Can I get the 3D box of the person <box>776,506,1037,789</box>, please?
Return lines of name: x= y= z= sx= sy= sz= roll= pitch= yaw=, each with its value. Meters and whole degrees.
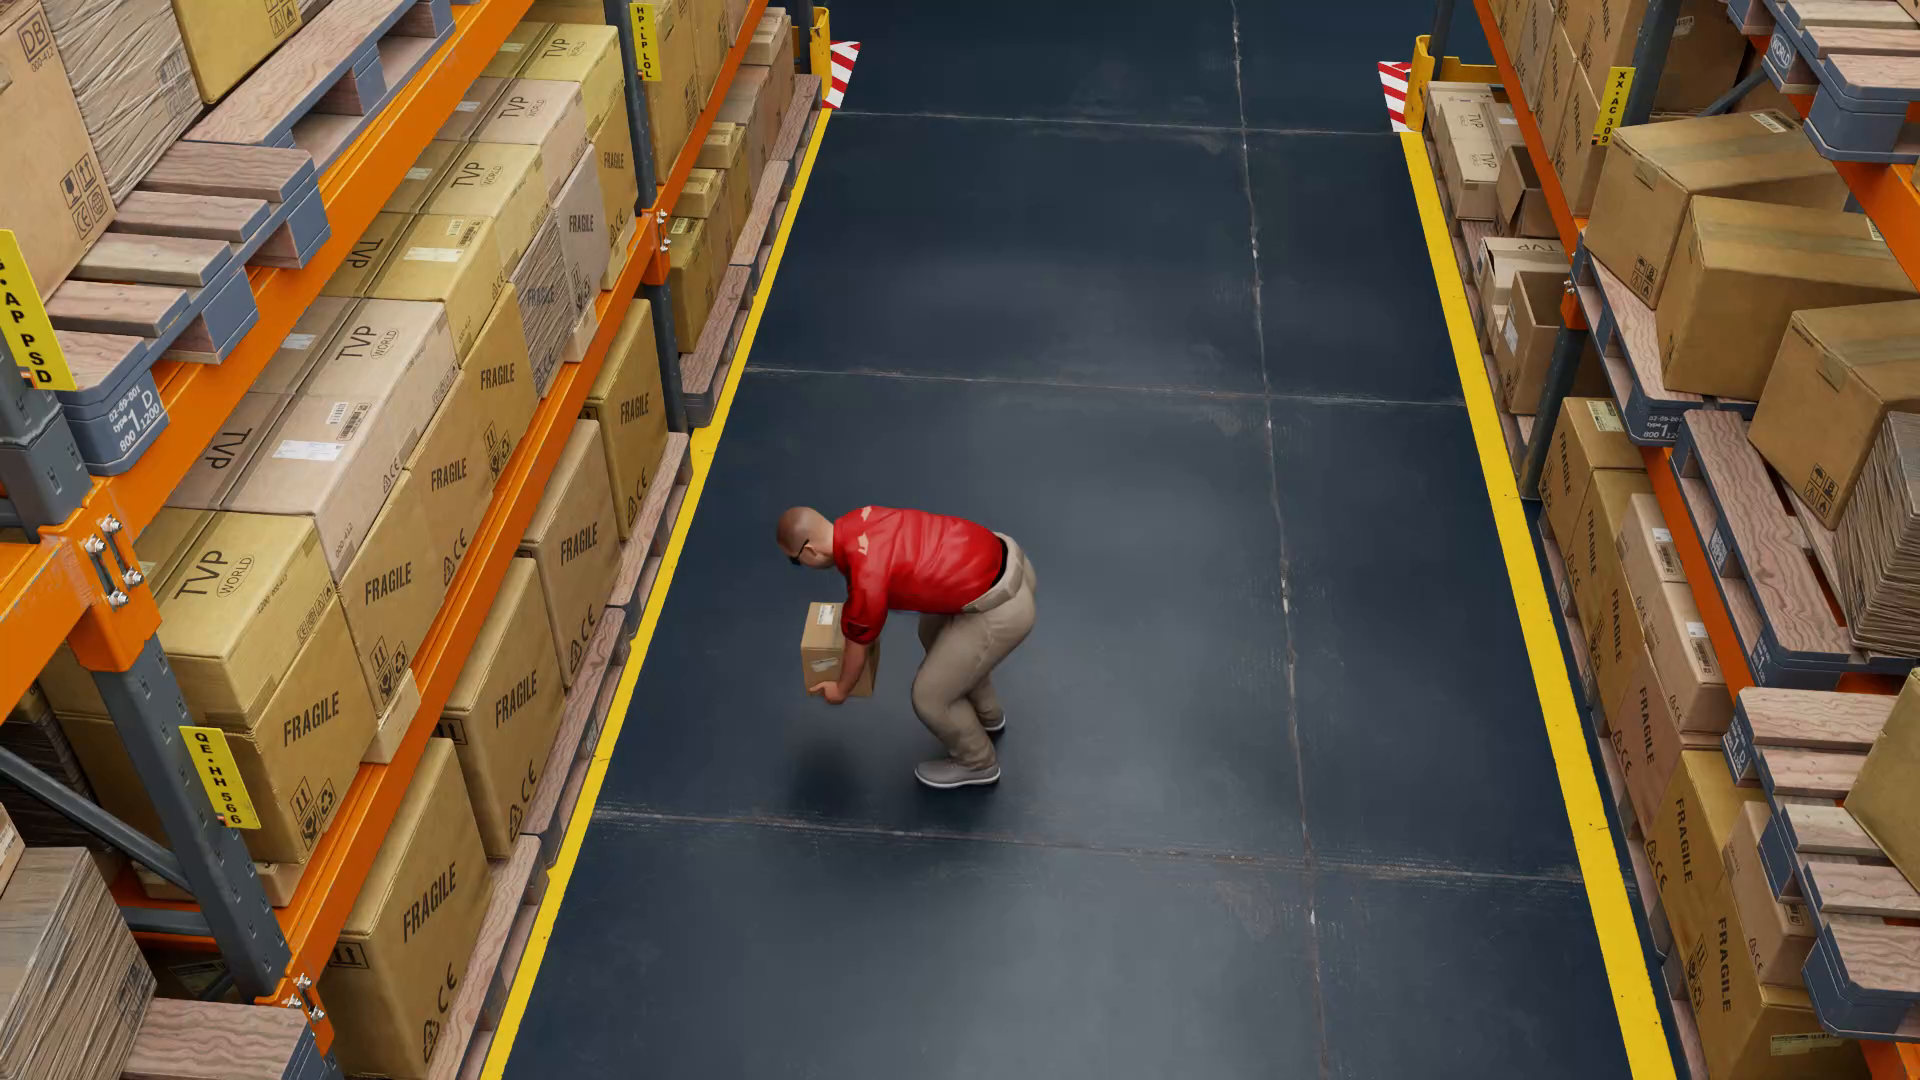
person: x=-0.185 y=0.361 z=6.158 sx=0.927 sy=1.191 sz=0.515 roll=2 pitch=40 yaw=2
